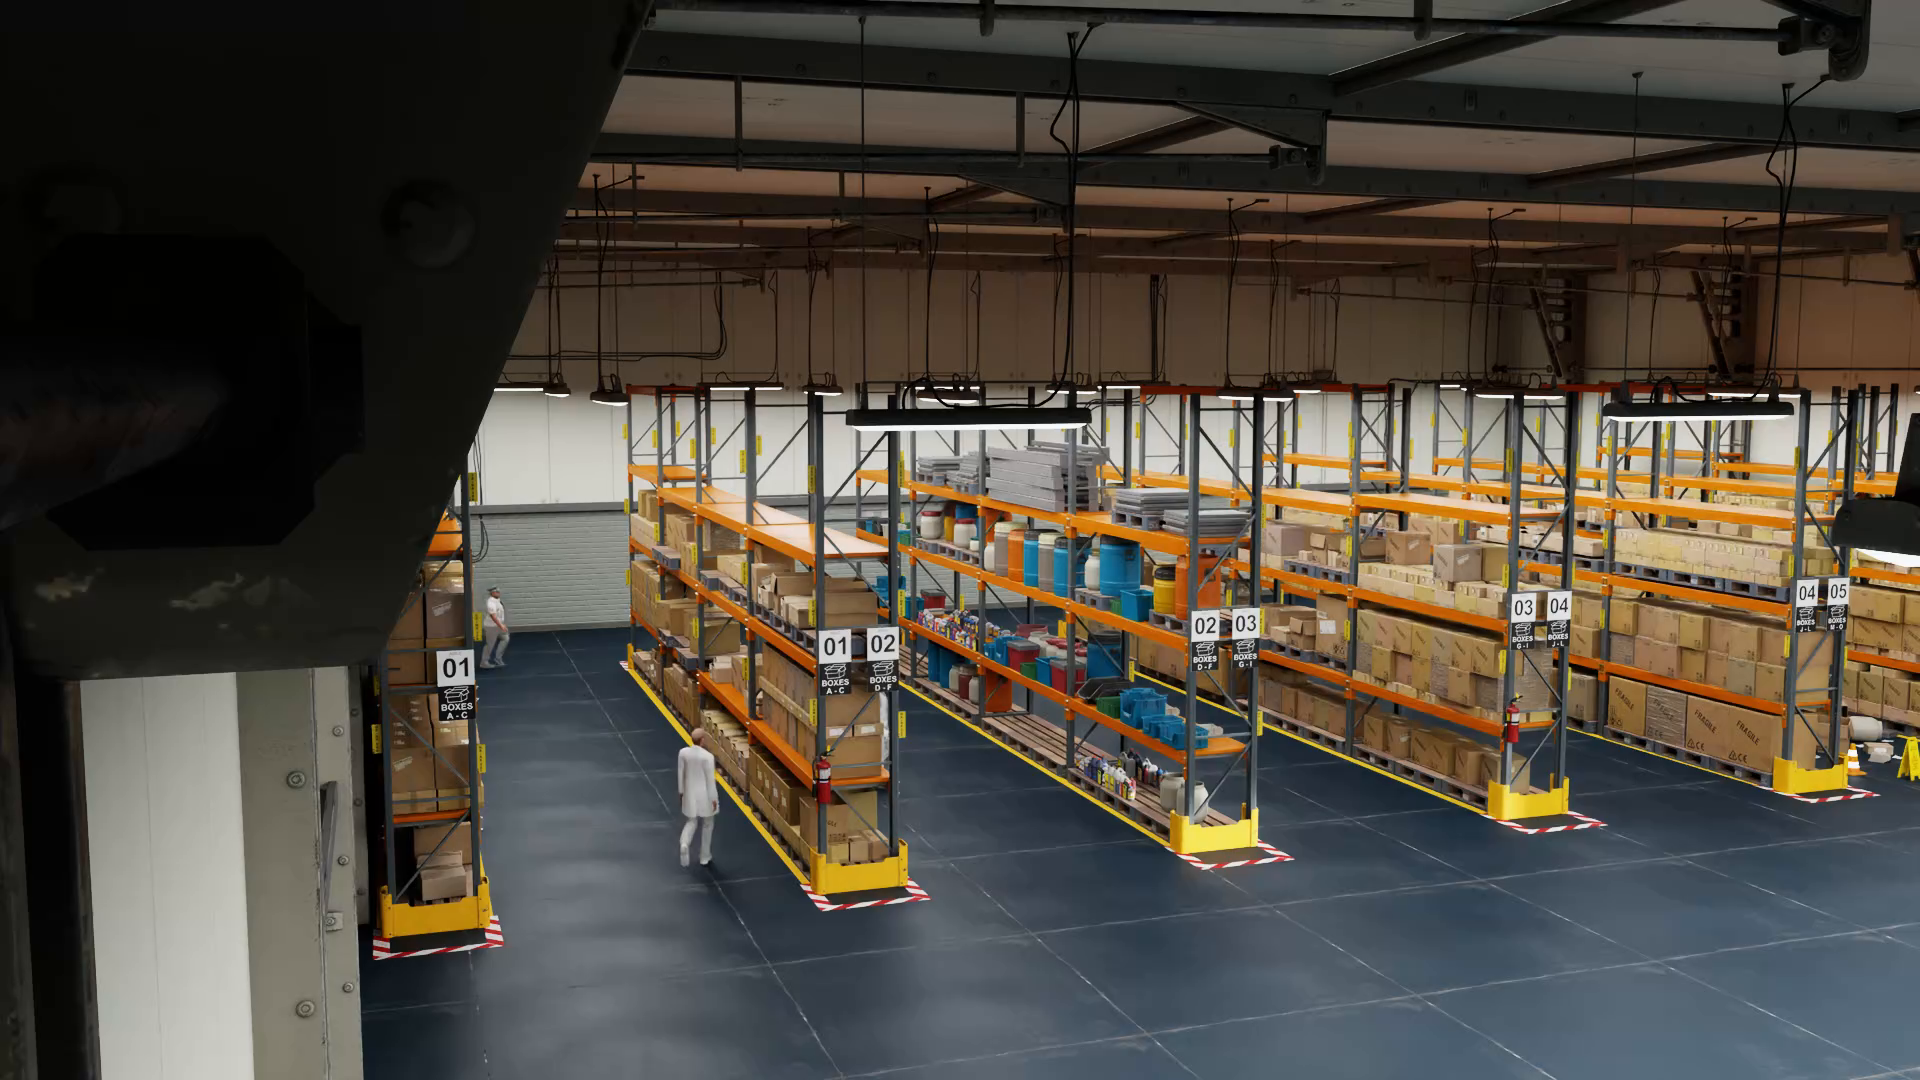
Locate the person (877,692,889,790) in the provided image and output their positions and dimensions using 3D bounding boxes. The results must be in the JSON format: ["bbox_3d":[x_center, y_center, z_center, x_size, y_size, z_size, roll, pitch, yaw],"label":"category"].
[{"bbox_3d":[-1.197,2.842,25.132,0.520,1.786,0.706,1,6,6],"label":"person"}]

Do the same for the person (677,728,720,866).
[{"bbox_3d":[-3.346,3.264,21.092,0.575,1.764,0.778,1,6,14],"label":"person"}]

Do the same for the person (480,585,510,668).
[{"bbox_3d":[-9.852,1.840,35.159,0.614,1.801,0.588,-1,6,-9],"label":"person"}]

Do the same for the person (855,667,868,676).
[{"bbox_3d":[-1.874,2.353,31.070,0.493,1.603,0.605,1,6,10],"label":"person"}]
